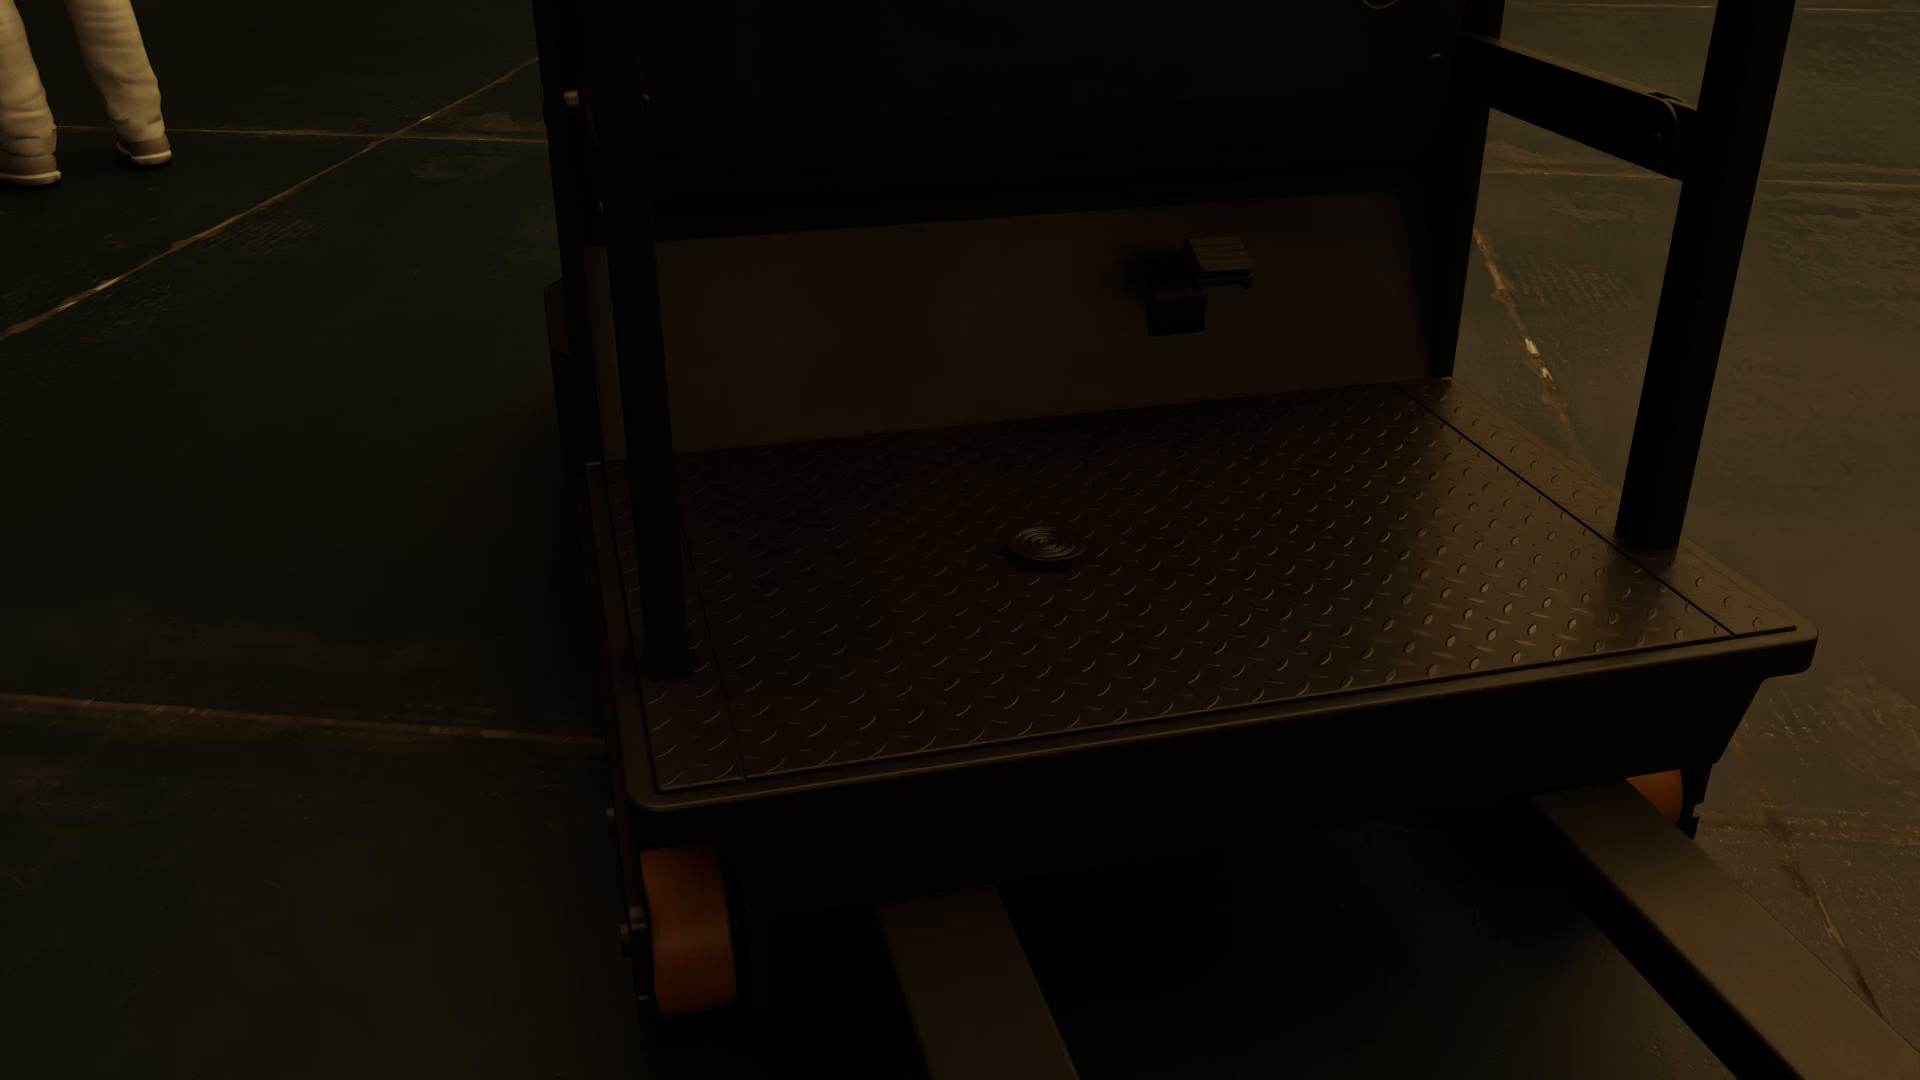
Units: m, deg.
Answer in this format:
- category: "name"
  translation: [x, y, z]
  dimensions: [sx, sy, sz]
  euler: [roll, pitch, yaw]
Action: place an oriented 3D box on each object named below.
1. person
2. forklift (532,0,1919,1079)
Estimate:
- category: "person"
  translation: [-2.382, -1.770, 4.087]
  dimensions: [0.437, 1.750, 0.607]
  euler: [22, 34, 36]
- category: "forklift"
  translation: [0.153, -1.049, 1.319]
  dimensions: [1.130, 2.935, 3.031]
  euler: [-7, 27, -13]
